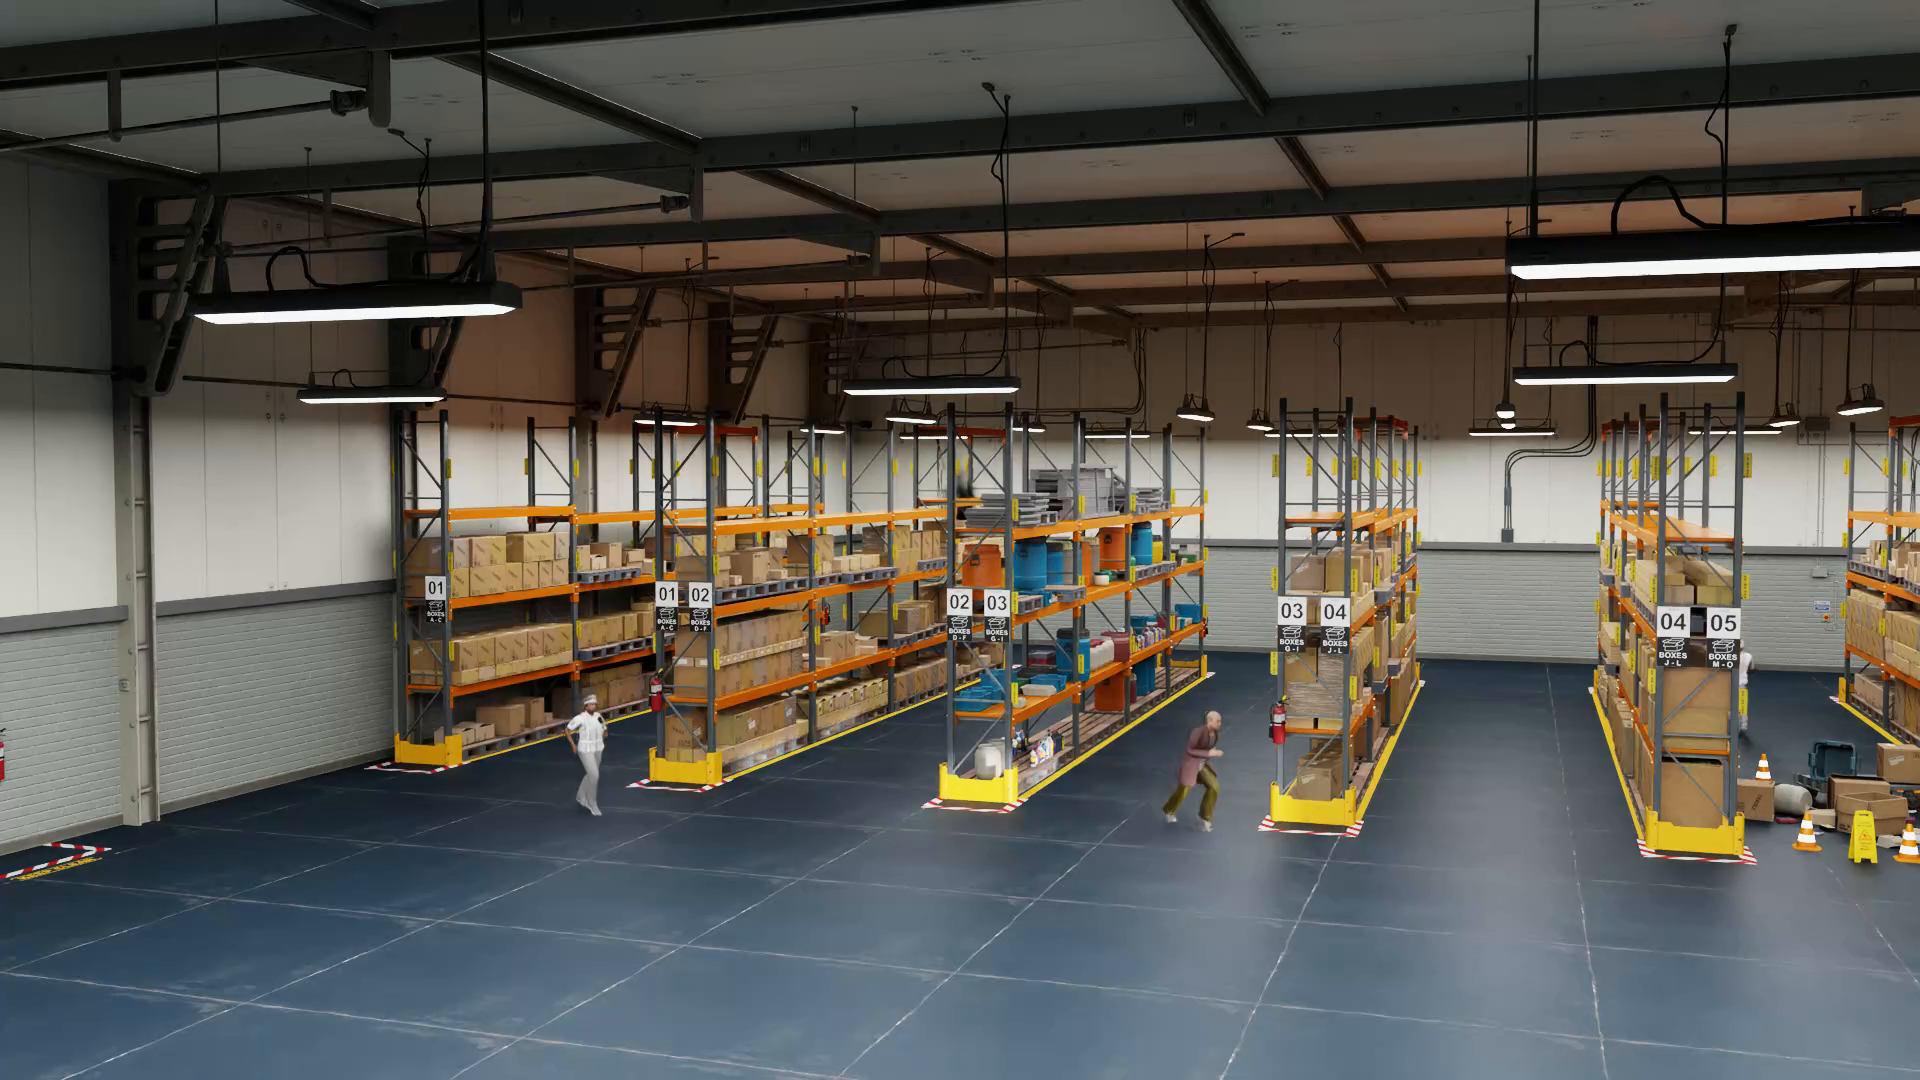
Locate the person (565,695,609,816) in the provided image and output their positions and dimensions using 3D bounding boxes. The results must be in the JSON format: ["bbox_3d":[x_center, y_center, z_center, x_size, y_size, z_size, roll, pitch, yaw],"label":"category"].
[{"bbox_3d":[-5.389,3.119,24.200,0.767,1.757,0.545,2,3,37],"label":"person"}]

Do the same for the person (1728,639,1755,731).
[{"bbox_3d":[14.746,2.753,31.645,0.692,1.796,0.889,1,3,20],"label":"person"}]

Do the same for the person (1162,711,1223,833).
[{"bbox_3d":[3.250,3.202,23.096,0.750,1.732,1.070,-2,3,-44],"label":"person"}]
